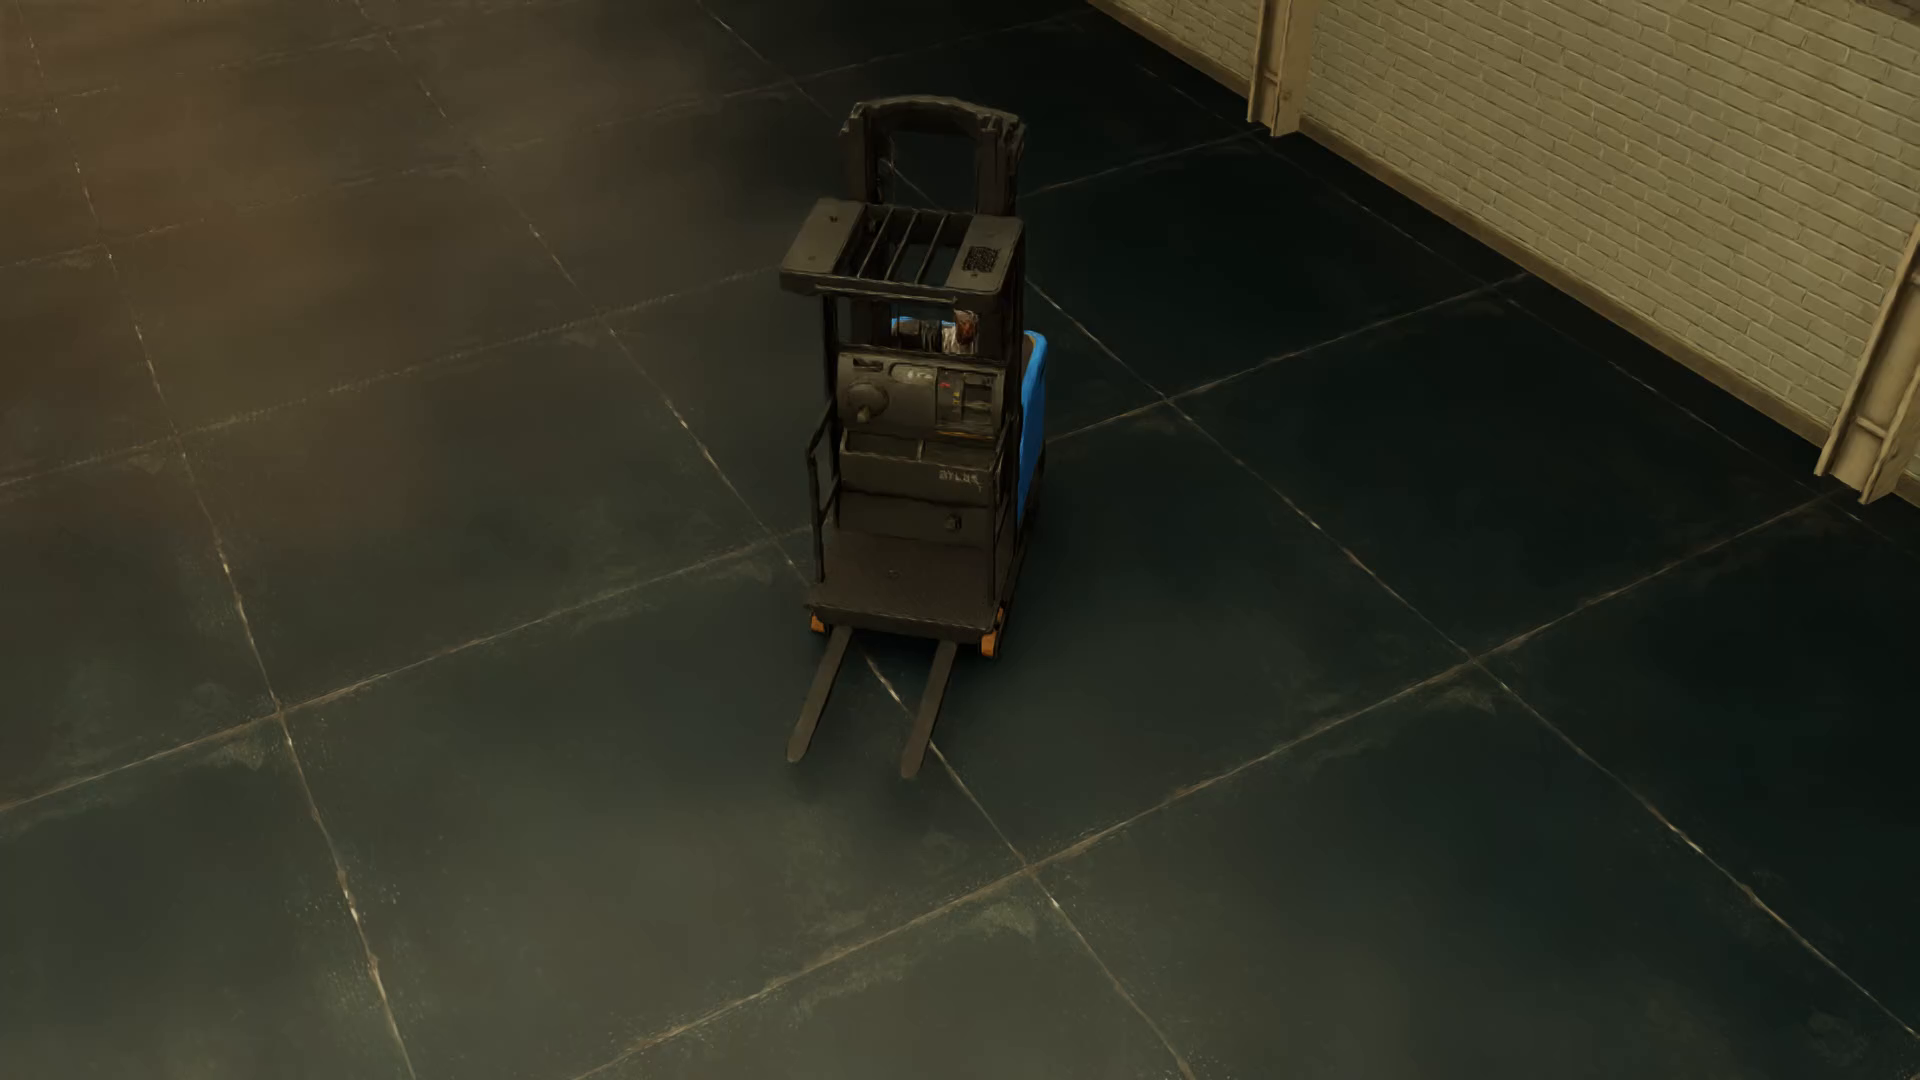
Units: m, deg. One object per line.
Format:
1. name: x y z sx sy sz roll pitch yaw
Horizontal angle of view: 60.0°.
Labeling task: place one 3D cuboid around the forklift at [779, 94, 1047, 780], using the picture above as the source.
1. forklift: -0.258 -0.723 8.908 1.130 2.935 3.031 8 40 9

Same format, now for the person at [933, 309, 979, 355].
1. person: -0.009 -0.661 9.634 0.548 1.606 0.625 9 40 10
